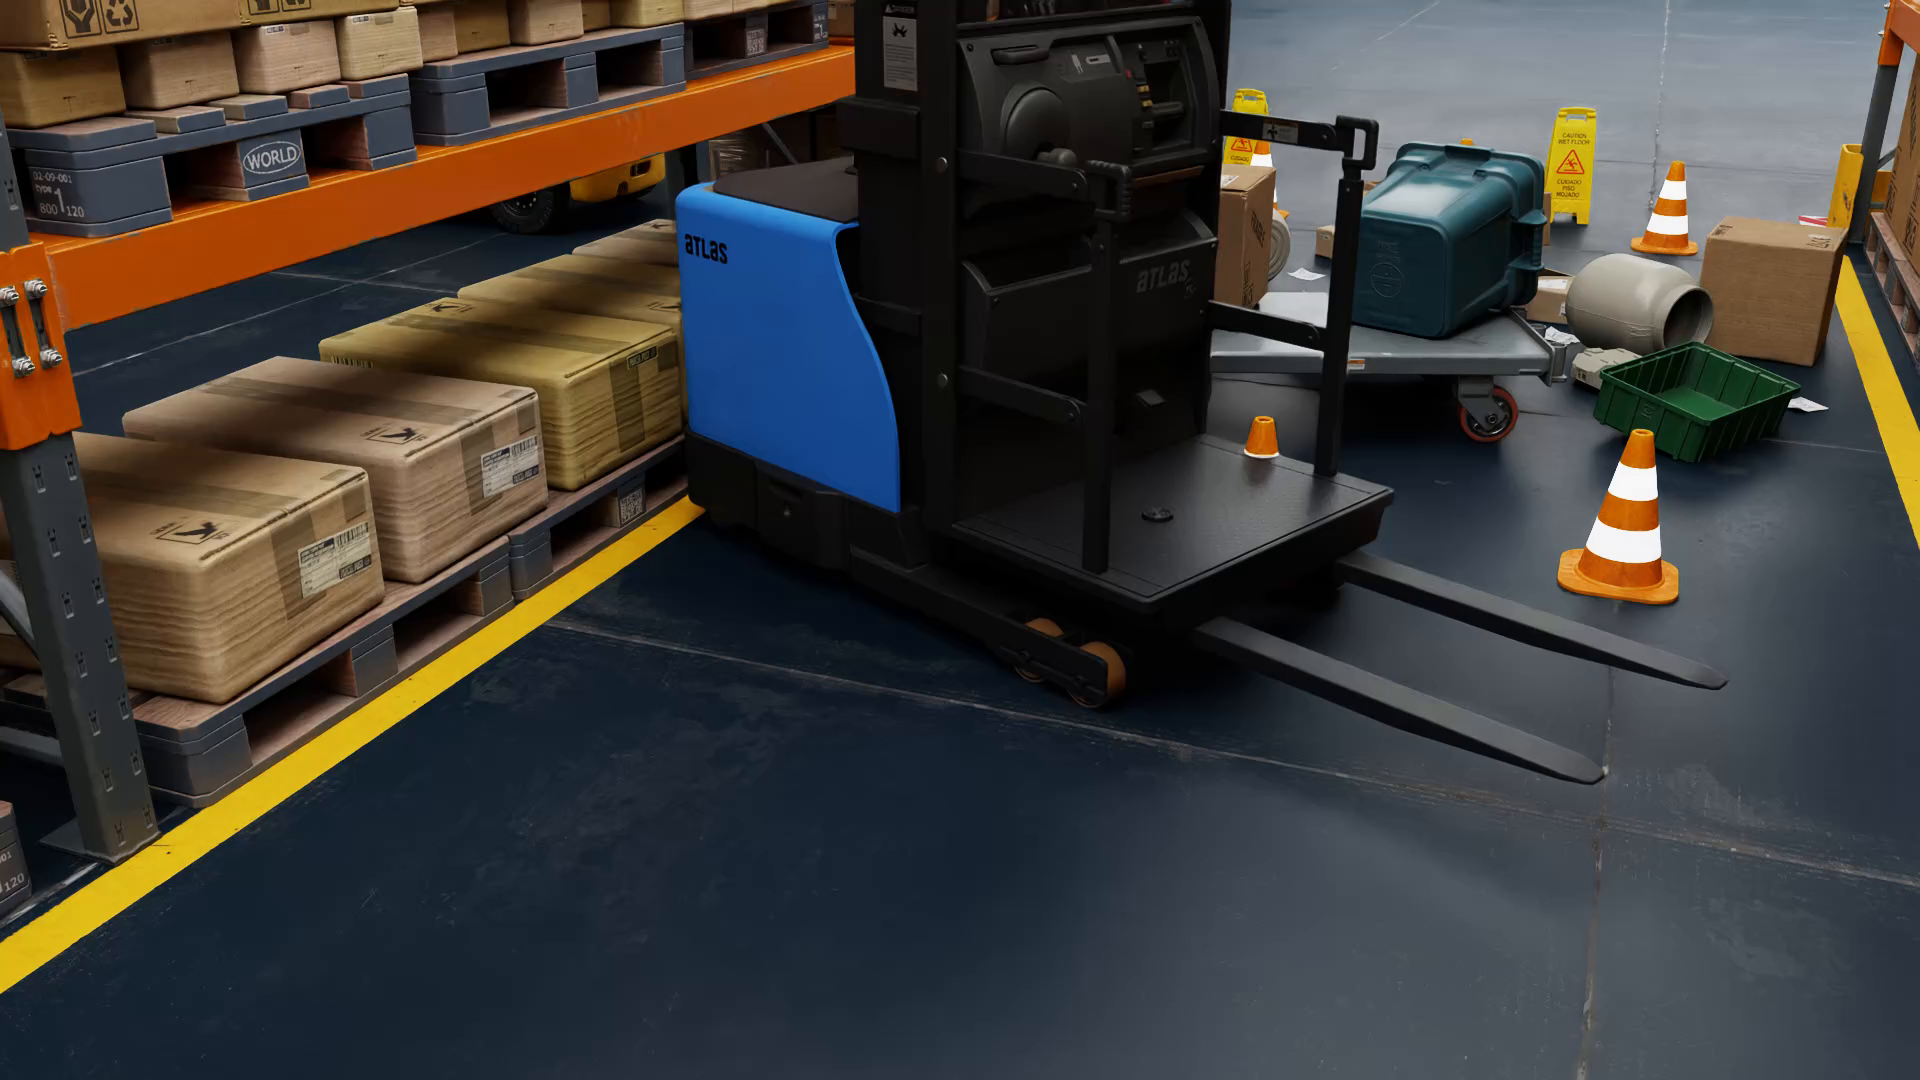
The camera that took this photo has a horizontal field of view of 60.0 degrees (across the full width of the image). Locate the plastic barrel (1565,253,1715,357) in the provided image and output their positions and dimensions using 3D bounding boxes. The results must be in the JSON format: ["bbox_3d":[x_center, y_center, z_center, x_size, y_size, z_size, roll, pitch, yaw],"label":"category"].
[{"bbox_3d":[2.866,-0.971,7.026,0.421,0.421,0.512,-12,25,-26],"label":"plastic barrel"}]

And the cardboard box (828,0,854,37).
[{"bbox_3d":[-0.350,-2.158,6.850,0.380,0.149,0.250,9,24,20],"label":"cardboard box"}]

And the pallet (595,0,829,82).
[{"bbox_3d":[-1.184,-1.866,6.073,1.003,0.211,1.213,9,24,20],"label":"pallet"}]

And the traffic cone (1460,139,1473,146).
[{"bbox_3d":[2.916,-2.092,9.658,0.336,0.463,0.334,9,24,20],"label":"traffic cone"}]

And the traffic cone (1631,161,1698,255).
[{"bbox_3d":[3.839,-1.808,8.979,0.336,0.463,0.334,9,24,20],"label":"traffic cone"}]

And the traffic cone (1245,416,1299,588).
[{"bbox_3d":[0.895,-0.145,4.997,0.336,0.463,0.334,9,24,20],"label":"traffic cone"}]

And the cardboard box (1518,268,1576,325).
[{"bbox_3d":[2.797,-1.151,7.662,0.396,0.266,0.258,13,26,29],"label":"cardboard box"}]

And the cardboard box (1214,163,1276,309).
[{"bbox_3d":[0.899,-1.159,6.393,0.500,0.500,0.500,9,24,20],"label":"cardboard box"}]

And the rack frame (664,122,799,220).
[{"bbox_3d":[-0.765,-2.207,6.641,1.000,3.000,0.127,9,24,20],"label":"rack frame"}]

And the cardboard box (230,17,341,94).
[{"bbox_3d":[-1.677,-1.131,3.846,0.380,0.149,0.250,7,24,17],"label":"cardboard box"}]

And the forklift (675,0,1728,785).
[{"bbox_3d":[0.506,-1.149,4.198,1.130,2.935,3.031,-20,30,-40],"label":"forklift"}]

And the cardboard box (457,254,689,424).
[{"bbox_3d":[-1.221,-0.742,6.000,0.950,0.372,0.625,10,25,23],"label":"cardboard box"}]

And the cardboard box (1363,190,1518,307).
[{"bbox_3d":[2.079,-1.222,7.347,0.797,0.637,0.503,9,24,20],"label":"cardboard box"}]

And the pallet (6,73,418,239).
[{"bbox_3d":[-2.085,-0.957,3.899,1.213,0.211,1.003,9,24,20],"label":"pallet"}]

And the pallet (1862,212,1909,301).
[{"bbox_3d":[5.130,-1.382,8.284,1.003,0.211,1.213,9,24,20],"label":"pallet"}]

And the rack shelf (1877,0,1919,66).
[{"bbox_3d":[4.612,-1.918,6.883,1.077,0.370,4.000,9,24,20],"label":"rack shelf"}]

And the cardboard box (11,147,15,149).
[{"bbox_3d":[-4.908,-2.201,9.001,0.500,0.250,0.500,9,24,20],"label":"cardboard box"}]

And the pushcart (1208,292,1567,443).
[{"bbox_3d":[1.371,-0.688,6.408,1.648,0.377,0.936,1,23,2],"label":"pushcart"}]

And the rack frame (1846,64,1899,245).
[{"bbox_3d":[5.354,-2.966,8.458,1.000,3.000,0.127,9,24,20],"label":"rack frame"}]

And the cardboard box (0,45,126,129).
[{"bbox_3d":[-1.957,-0.943,3.397,0.380,0.149,0.250,7,24,17],"label":"cardboard box"}]

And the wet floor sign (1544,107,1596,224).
[{"bbox_3d":[3.527,-2.173,9.615,0.267,0.644,0.232,5,23,11],"label":"wet floor sign"}]

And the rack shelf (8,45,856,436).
[{"bbox_3d":[-1.508,-1.159,5.067,1.077,0.370,4.000,9,24,20],"label":"rack shelf"}]

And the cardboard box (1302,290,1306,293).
[{"bbox_3d":[1.531,-0.929,7.131,0.258,0.266,0.396,-7,24,-17],"label":"cardboard box"}]

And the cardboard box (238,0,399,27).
[{"bbox_3d":[-1.682,-1.468,3.812,0.500,0.500,0.500,10,25,23],"label":"cardboard box"}]

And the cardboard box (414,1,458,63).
[{"bbox_3d":[-1.538,-1.323,4.308,0.380,0.149,0.250,10,25,23],"label":"cardboard box"}]

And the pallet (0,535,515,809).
[{"bbox_3d":[-1.959,0.232,4.421,1.003,0.211,1.213,9,24,20],"label":"pallet"}]

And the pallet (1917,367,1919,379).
[{"bbox_3d":[4.224,-0.508,6.193,1.003,0.211,1.213,9,24,20],"label":"pallet"}]

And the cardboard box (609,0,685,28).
[{"bbox_3d":[-1.092,-1.698,5.204,0.380,0.149,0.250,9,24,20],"label":"cardboard box"}]

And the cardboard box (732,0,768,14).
[{"bbox_3d":[-0.876,-1.872,5.620,0.380,0.149,0.250,8,24,19],"label":"cardboard box"}]

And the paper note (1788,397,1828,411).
[{"bbox_3d":[3.278,-0.535,6.490,0.147,0.020,0.142,-7,24,-17],"label":"paper note"}]

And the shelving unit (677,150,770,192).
[{"bbox_3d":[-0.728,-0.756,5.583,0.215,1.050,0.252,5,25,20],"label":"shelving unit"}]

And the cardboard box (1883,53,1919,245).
[{"bbox_3d":[5.164,-1.927,8.183,0.875,0.875,0.875,9,24,20],"label":"cardboard box"}]

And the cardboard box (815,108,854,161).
[{"bbox_3d":[-0.295,-1.650,7.359,0.500,0.500,0.500,10,25,23],"label":"cardboard box"}]

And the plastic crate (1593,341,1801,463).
[{"bbox_3d":[2.717,-0.513,6.160,0.662,0.188,0.450,-17,38,-35],"label":"plastic crate"}]

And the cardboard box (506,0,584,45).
[{"bbox_3d":[-1.312,-1.514,4.765,0.380,0.149,0.250,10,25,22],"label":"cardboard box"}]

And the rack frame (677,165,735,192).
[{"bbox_3d":[-0.770,-0.707,5.479,0.200,1.050,0.008,5,25,20],"label":"rack frame"}]

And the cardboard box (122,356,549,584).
[{"bbox_3d":[-1.765,-0.223,4.756,0.950,0.372,0.625,8,24,19],"label":"cardboard box"}]
